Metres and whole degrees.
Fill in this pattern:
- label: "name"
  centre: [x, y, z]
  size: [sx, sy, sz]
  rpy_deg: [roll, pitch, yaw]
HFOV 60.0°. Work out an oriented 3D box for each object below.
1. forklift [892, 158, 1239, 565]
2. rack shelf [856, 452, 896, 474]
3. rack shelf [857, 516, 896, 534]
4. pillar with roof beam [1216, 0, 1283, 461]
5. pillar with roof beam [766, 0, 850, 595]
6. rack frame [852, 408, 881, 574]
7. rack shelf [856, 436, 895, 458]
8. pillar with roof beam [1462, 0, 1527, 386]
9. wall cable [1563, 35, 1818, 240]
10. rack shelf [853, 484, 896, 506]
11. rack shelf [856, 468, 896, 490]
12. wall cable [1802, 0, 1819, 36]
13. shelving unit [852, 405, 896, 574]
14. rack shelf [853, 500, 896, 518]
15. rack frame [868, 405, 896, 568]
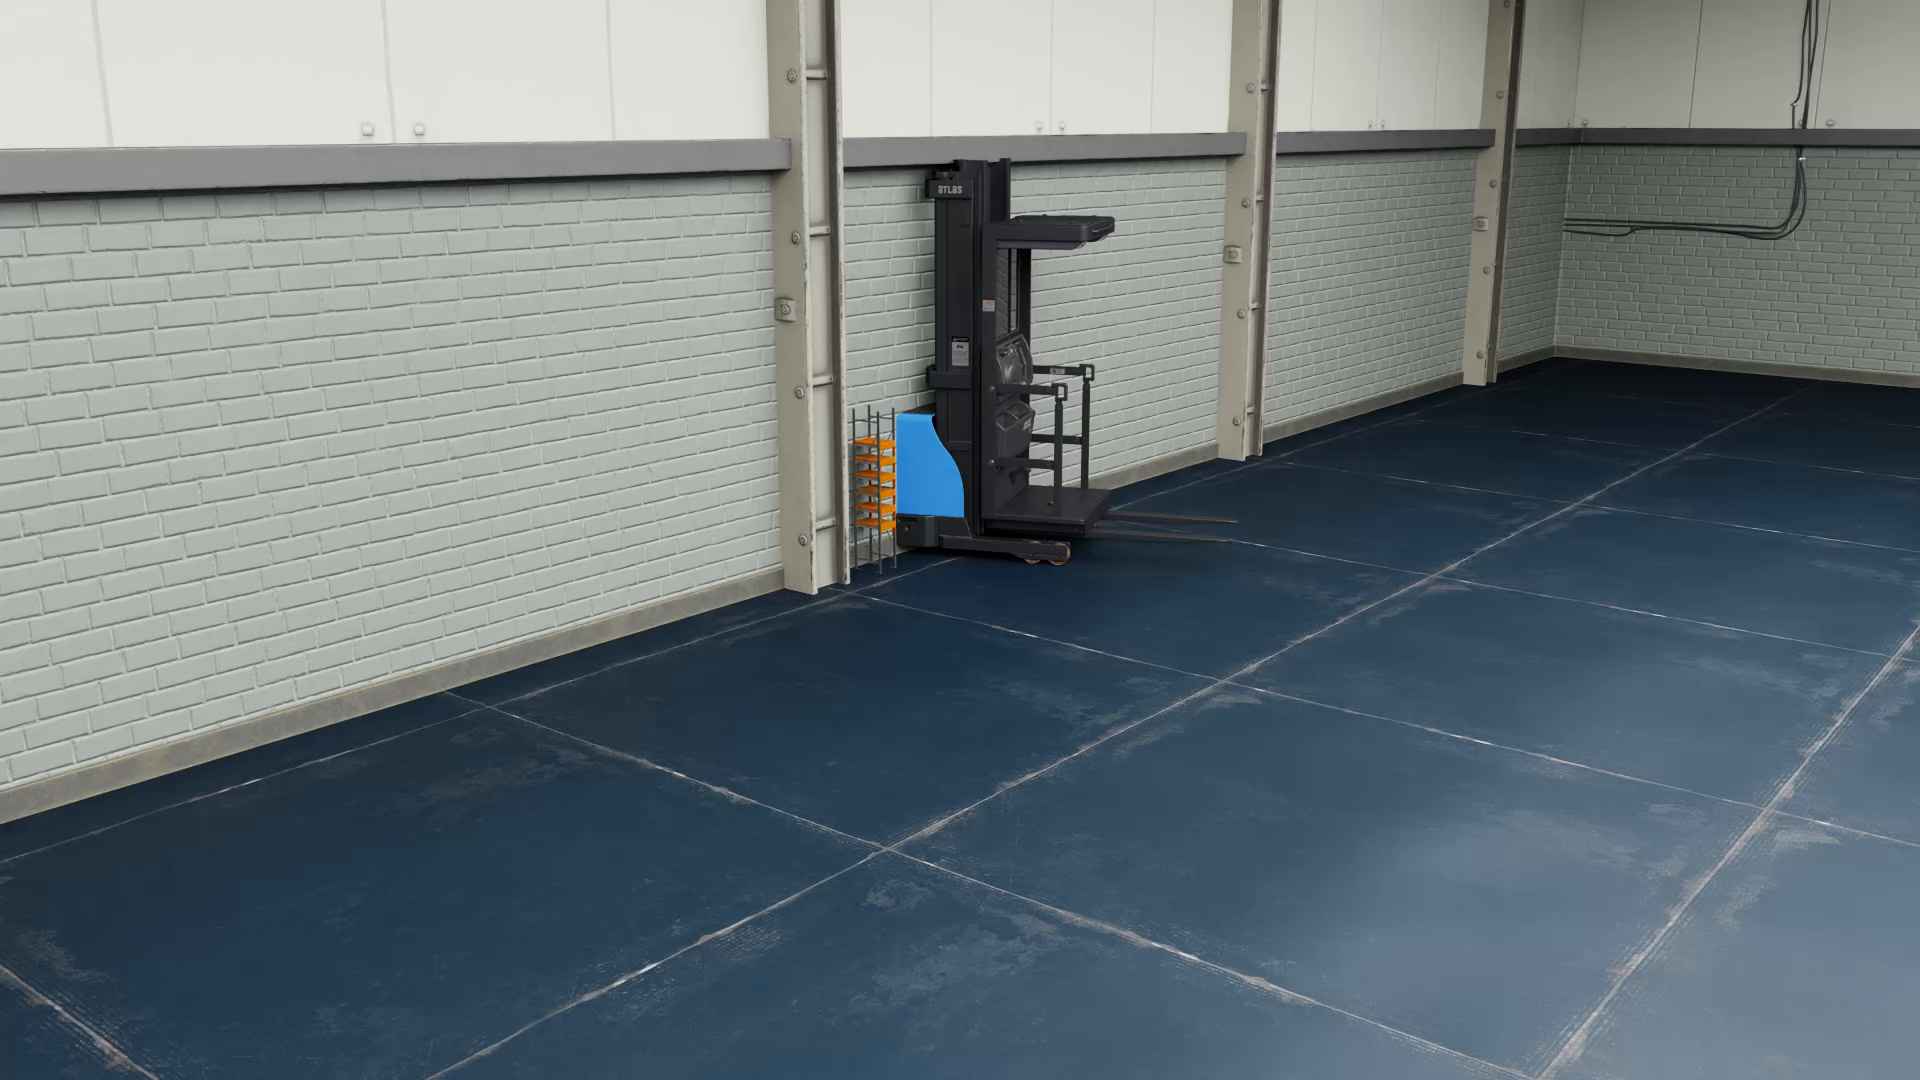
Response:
- label: "forklift"
  centre: [0.602, -1.378, 12.596]
  size: [3.031, 2.935, 1.130]
  rpy_deg: [4, 15, 15]
- label: "rack shelf"
  centre: [-0.624, -0.560, 12.096]
  size: [0.258, 0.103, 0.180]
  rpy_deg: [9, 17, 33]
- label: "rack shelf"
  centre: [-0.624, -0.095, 12.214]
  size: [0.258, 0.103, 0.180]
  rpy_deg: [9, 17, 33]
- label: "pillar with roof beam"
  centre: [6.093, -4.523, 12.653]
  size: [9.100, 9.000, 0.400]
  rpy_deg: [11, 18, 38]
- label: "pillar with roof beam"
  centre: [2.322, -3.374, 8.129]
  size: [9.100, 9.000, 0.400]
  rpy_deg: [11, 18, 38]
- label: "rack frame"
  centre: [-0.676, -0.352, 12.071]
  size: [0.240, 1.200, 0.006]
  rpy_deg: [9, 17, 33]
- label: "rack shelf"
  centre: [-0.624, -0.676, 12.066]
  size: [0.258, 0.103, 0.180]
  rpy_deg: [9, 17, 33]
- label: "pillar with roof beam"
  centre: [9.865, -5.673, 17.176]
  size: [9.100, 9.000, 0.400]
  rpy_deg: [11, 18, 38]
- label: "wall cable"
  centre: [9.396, -5.193, 21.596]
  size: [3.097, 2.526, 0.112]
  rpy_deg: [11, 18, 38]
- label: "rack shelf"
  centre: [-0.624, -0.327, 12.155]
  size: [0.258, 0.103, 0.180]
  rpy_deg: [9, 17, 33]
- label: "rack shelf"
  centre: [-0.624, -0.444, 12.125]
  size: [0.258, 0.103, 0.180]
  rpy_deg: [9, 17, 33]
- label: "wall cable"
  centre: [11.500, -7.222, 19.326]
  size: [3.097, 2.526, 0.112]
  rpy_deg: [11, 18, 38]
- label: "shelving unit"
  centre: [-0.624, -0.370, 12.144]
  size: [0.258, 1.200, 0.189]
  rpy_deg: [9, 17, 33]
- label: "rack shelf"
  centre: [-0.624, -0.211, 12.184]
  size: [0.258, 0.103, 0.180]
  rpy_deg: [9, 17, 33]
- label: "rack frame"
  centre: [-0.573, -0.389, 12.217]
  size: [0.240, 1.200, 0.006]
  rpy_deg: [9, 17, 33]
